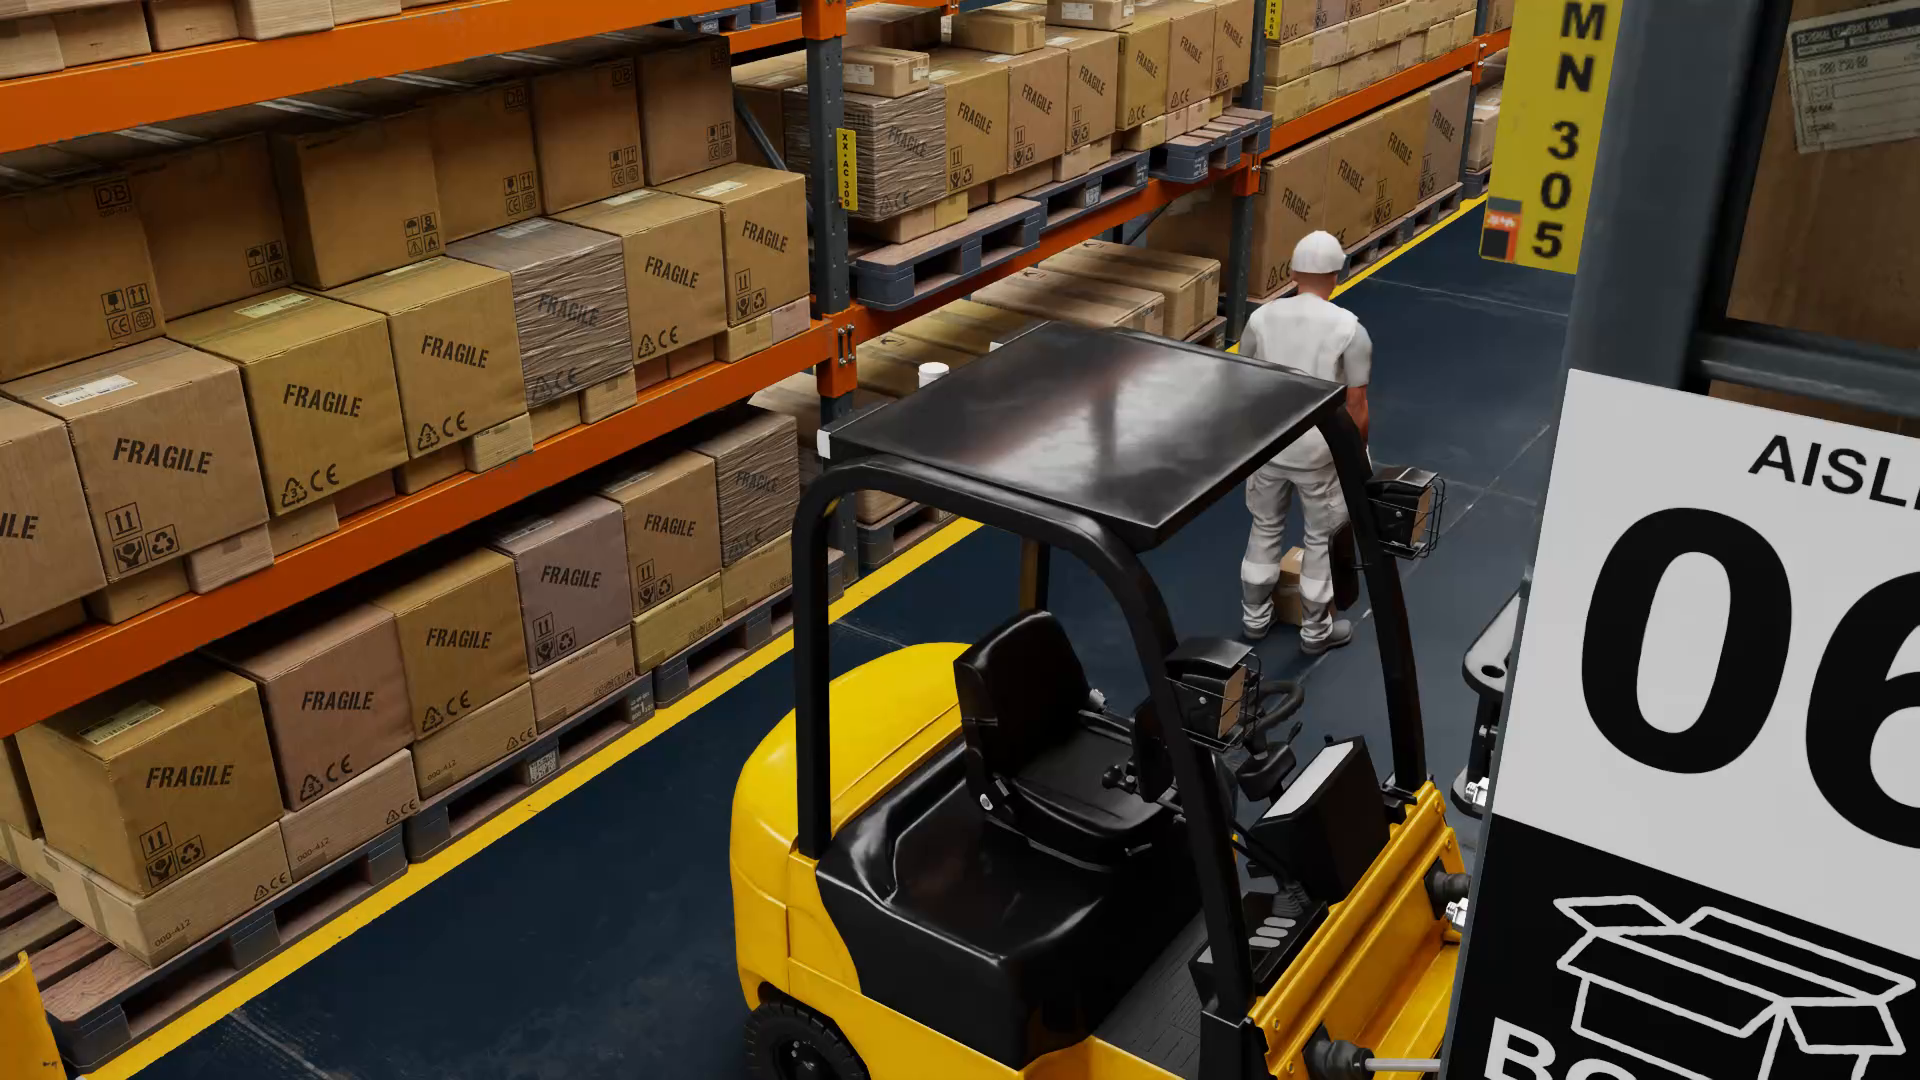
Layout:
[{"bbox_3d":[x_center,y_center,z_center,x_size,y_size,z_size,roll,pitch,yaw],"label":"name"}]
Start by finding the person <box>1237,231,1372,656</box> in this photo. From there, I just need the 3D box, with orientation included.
[{"bbox_3d":[1.405,-0.384,6.866,0.609,1.777,0.453,15,31,28],"label":"person"}]
